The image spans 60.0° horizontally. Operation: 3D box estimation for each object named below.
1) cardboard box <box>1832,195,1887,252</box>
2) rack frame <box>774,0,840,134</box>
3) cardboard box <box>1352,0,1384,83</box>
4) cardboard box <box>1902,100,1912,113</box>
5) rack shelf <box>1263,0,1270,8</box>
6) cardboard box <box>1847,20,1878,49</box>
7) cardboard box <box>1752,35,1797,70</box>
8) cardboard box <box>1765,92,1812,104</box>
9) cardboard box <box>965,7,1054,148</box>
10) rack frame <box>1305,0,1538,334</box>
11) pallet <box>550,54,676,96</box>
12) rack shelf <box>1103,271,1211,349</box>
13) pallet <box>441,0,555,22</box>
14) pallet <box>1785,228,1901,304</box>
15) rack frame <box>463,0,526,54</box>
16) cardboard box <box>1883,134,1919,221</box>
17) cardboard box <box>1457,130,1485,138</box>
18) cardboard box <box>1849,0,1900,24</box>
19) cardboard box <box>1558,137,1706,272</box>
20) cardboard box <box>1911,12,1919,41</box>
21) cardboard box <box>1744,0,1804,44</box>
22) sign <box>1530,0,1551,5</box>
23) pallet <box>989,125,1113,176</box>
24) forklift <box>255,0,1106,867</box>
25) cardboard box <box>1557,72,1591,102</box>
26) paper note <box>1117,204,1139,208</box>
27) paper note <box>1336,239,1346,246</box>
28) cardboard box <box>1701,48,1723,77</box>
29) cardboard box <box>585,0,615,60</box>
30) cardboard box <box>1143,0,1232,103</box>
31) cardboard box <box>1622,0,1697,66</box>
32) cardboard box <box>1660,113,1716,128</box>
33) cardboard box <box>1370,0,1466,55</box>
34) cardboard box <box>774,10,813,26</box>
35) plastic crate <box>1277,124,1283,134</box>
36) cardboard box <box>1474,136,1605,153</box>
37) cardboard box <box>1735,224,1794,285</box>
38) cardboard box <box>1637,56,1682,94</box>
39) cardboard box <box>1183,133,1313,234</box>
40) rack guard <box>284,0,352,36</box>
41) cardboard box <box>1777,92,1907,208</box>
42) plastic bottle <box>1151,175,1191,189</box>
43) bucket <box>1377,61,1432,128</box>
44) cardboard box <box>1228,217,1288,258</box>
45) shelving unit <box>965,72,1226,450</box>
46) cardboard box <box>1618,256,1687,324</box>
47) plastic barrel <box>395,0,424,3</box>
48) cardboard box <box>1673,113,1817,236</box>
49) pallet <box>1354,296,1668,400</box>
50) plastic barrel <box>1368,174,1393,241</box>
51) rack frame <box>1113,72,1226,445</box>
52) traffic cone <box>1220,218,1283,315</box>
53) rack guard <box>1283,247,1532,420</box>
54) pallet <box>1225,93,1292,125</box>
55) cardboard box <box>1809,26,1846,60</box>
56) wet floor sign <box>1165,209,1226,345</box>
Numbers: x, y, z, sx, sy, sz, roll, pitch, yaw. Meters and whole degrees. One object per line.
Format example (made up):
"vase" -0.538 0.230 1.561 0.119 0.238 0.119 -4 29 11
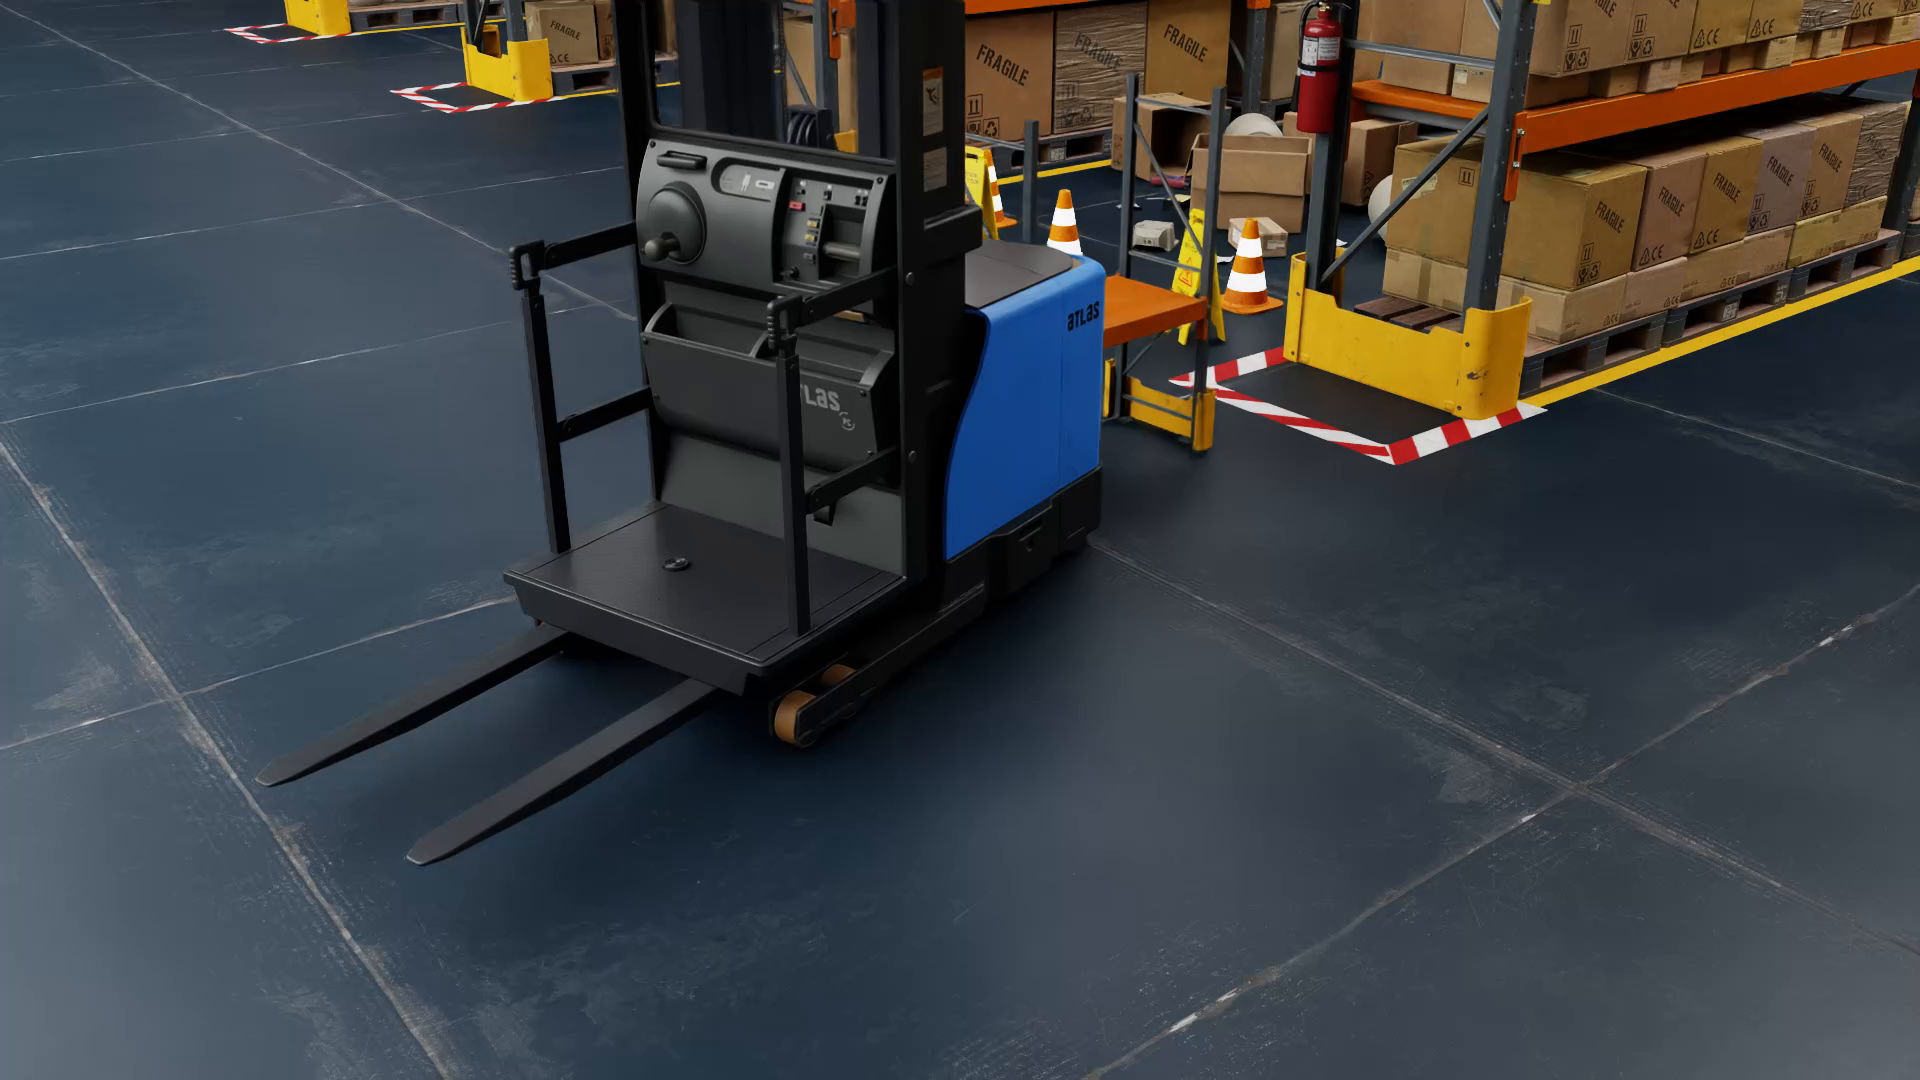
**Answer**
"cardboard box" 4.851 -1.840 9.419 0.500 0.250 0.500 -17 30 -32
"rack frame" -1.131 -3.714 10.689 0.127 3.000 1.000 -18 31 -34
"cardboard box" 3.211 -4.363 14.262 0.750 0.750 1.050 -18 31 -34
"cardboard box" 6.672 -2.644 11.006 0.625 0.372 0.950 -17 30 -32
"rack shelf" 3.591 -4.946 14.199 4.000 0.370 1.077 -18 31 -34
"cardboard box" 4.640 -2.732 8.872 0.250 0.149 0.380 -18 30 -34
"cardboard box" 3.889 -2.440 8.244 0.250 0.149 0.380 -18 30 -34
"cardboard box" 4.520 -2.359 9.646 0.500 0.500 0.500 -17 30 -32
"cardboard box" 0.053 -3.368 11.968 0.875 0.875 0.875 -19 31 -35
"rack frame" 2.003 -2.100 7.212 0.127 3.000 1.000 -18 31 -34
"pallet" -3.391 -4.337 15.345 1.213 0.211 1.003 -18 31 -34
"rack shelf" 0.482 -0.858 6.744 1.000 0.185 0.538 -21 32 -37
"pallet" -5.535 -6.319 19.614 1.213 0.211 1.003 -18 31 -34
"pallet" 4.644 -1.688 9.637 1.213 0.211 1.003 -18 31 -34
"rack frame" -4.112 -5.383 14.286 0.127 3.000 1.000 -18 31 -34
"cardboard box" 5.562 -2.275 10.211 0.625 0.372 0.950 -18 30 -33
"cardboard box" 2.720 -2.090 8.296 0.250 0.149 0.380 -17 30 -33
"cardboard box" 4.554 -2.986 8.648 0.500 0.500 0.500 -17 30 -32
"cardboard box" 3.236 -1.645 8.108 0.500 0.500 0.500 -20 31 -36
"cardboard box" 5.086 -2.841 9.106 0.250 0.149 0.380 -19 31 -35
"cardboard box" 3.748 -2.715 8.064 0.500 0.500 0.500 -19 31 -35
"sign" 2.338 -2.313 6.643 0.005 0.325 0.100 -18 31 -34
"pallet" 0.409 -2.998 12.458 1.213 0.211 1.003 -18 31 -34
"forklift" -0.722 -0.944 4.803 1.130 2.935 3.031 16 29 31
"cardboard box" 2.588 -2.076 7.459 0.250 0.149 0.380 -18 30 -33
"paper note" 1.118 -2.200 10.957 0.142 0.017 0.144 -8 26 -16
"paper note" 2.280 -1.824 10.158 0.142 0.019 0.148 -8 26 -16
"cardboard box" 3.429 -2.336 8.018 0.250 0.149 0.380 -17 30 -32
"cardboard box" -3.161 -4.763 15.420 0.500 0.500 0.500 -10 27 -21
"cardboard box" 1.479 -3.839 12.985 0.875 0.875 0.875 -18 30 -33
"cardboard box" 2.953 -2.447 7.488 0.500 0.500 0.500 -17 30 -33
"cardboard box" 3.697 -2.082 9.049 0.500 0.500 0.500 -16 30 -31
"cardboard box" 2.260 -2.513 7.629 0.500 0.500 0.500 -19 31 -35
"cardboard box" -1.750 -5.237 16.441 0.500 0.500 0.500 -9 26 -18
"plastic crate" 2.688 -3.024 12.475 0.662 0.188 0.450 -3 15 -7
"cardboard box" 2.881 -1.815 8.474 0.500 0.500 0.500 -17 30 -32
"cardboard box" 4.036 -1.568 8.832 0.500 0.250 0.500 -18 30 -33
"cardboard box" 3.075 -2.169 7.659 0.250 0.149 0.380 -18 30 -33
"cardboard box" 1.823 -2.263 10.528 0.797 0.503 0.637 5 25 11
"rack guard" -7.137 -5.925 18.424 0.348 0.500 1.175 -18 31 -34
"cardboard box" 4.851 -2.180 9.261 0.500 0.500 0.500 -19 31 -35
"plastic bottle" 1.478 -2.481 11.523 0.283 0.061 0.133 15 29 29
"bucket" 3.332 -3.158 11.575 0.620 0.611 0.726 2 23 -21
"cardboard box" 1.788 -1.817 9.987 0.250 0.149 0.380 -3 25 -7
"shelving unit" 0.489 -1.024 6.674 1.083 1.500 0.587 -21 32 -37
"cardboard box" 3.215 -1.291 8.237 0.500 0.250 0.500 -17 30 -32
"plastic barrel" -6.303 -6.412 18.960 0.421 0.512 0.421 0 25 0
"cardboard box" 4.051 -1.914 8.689 0.500 0.500 0.500 -16 30 -31
"pallet" 2.724 -1.054 8.271 1.213 0.211 1.003 -18 31 -34
"plastic barrel" 2.694 -1.970 9.991 0.421 0.421 0.512 1 25 2
"rack frame" 0.862 -1.163 6.975 0.032 1.500 0.500 -21 32 -37
"traffic cone" 1.546 -1.489 8.908 0.334 0.463 0.336 -18 31 -34
"rack guard" 2.063 -0.986 7.781 0.348 0.500 1.175 -18 31 -34
"pallet" 2.578 -3.713 14.000 1.213 0.211 1.003 -18 31 -34
"cardboard box" 4.288 -2.576 8.535 0.250 0.149 0.380 -19 31 -35
"wet floor sign" 1.193 -1.337 8.365 0.232 0.644 0.267 -8 26 -16
